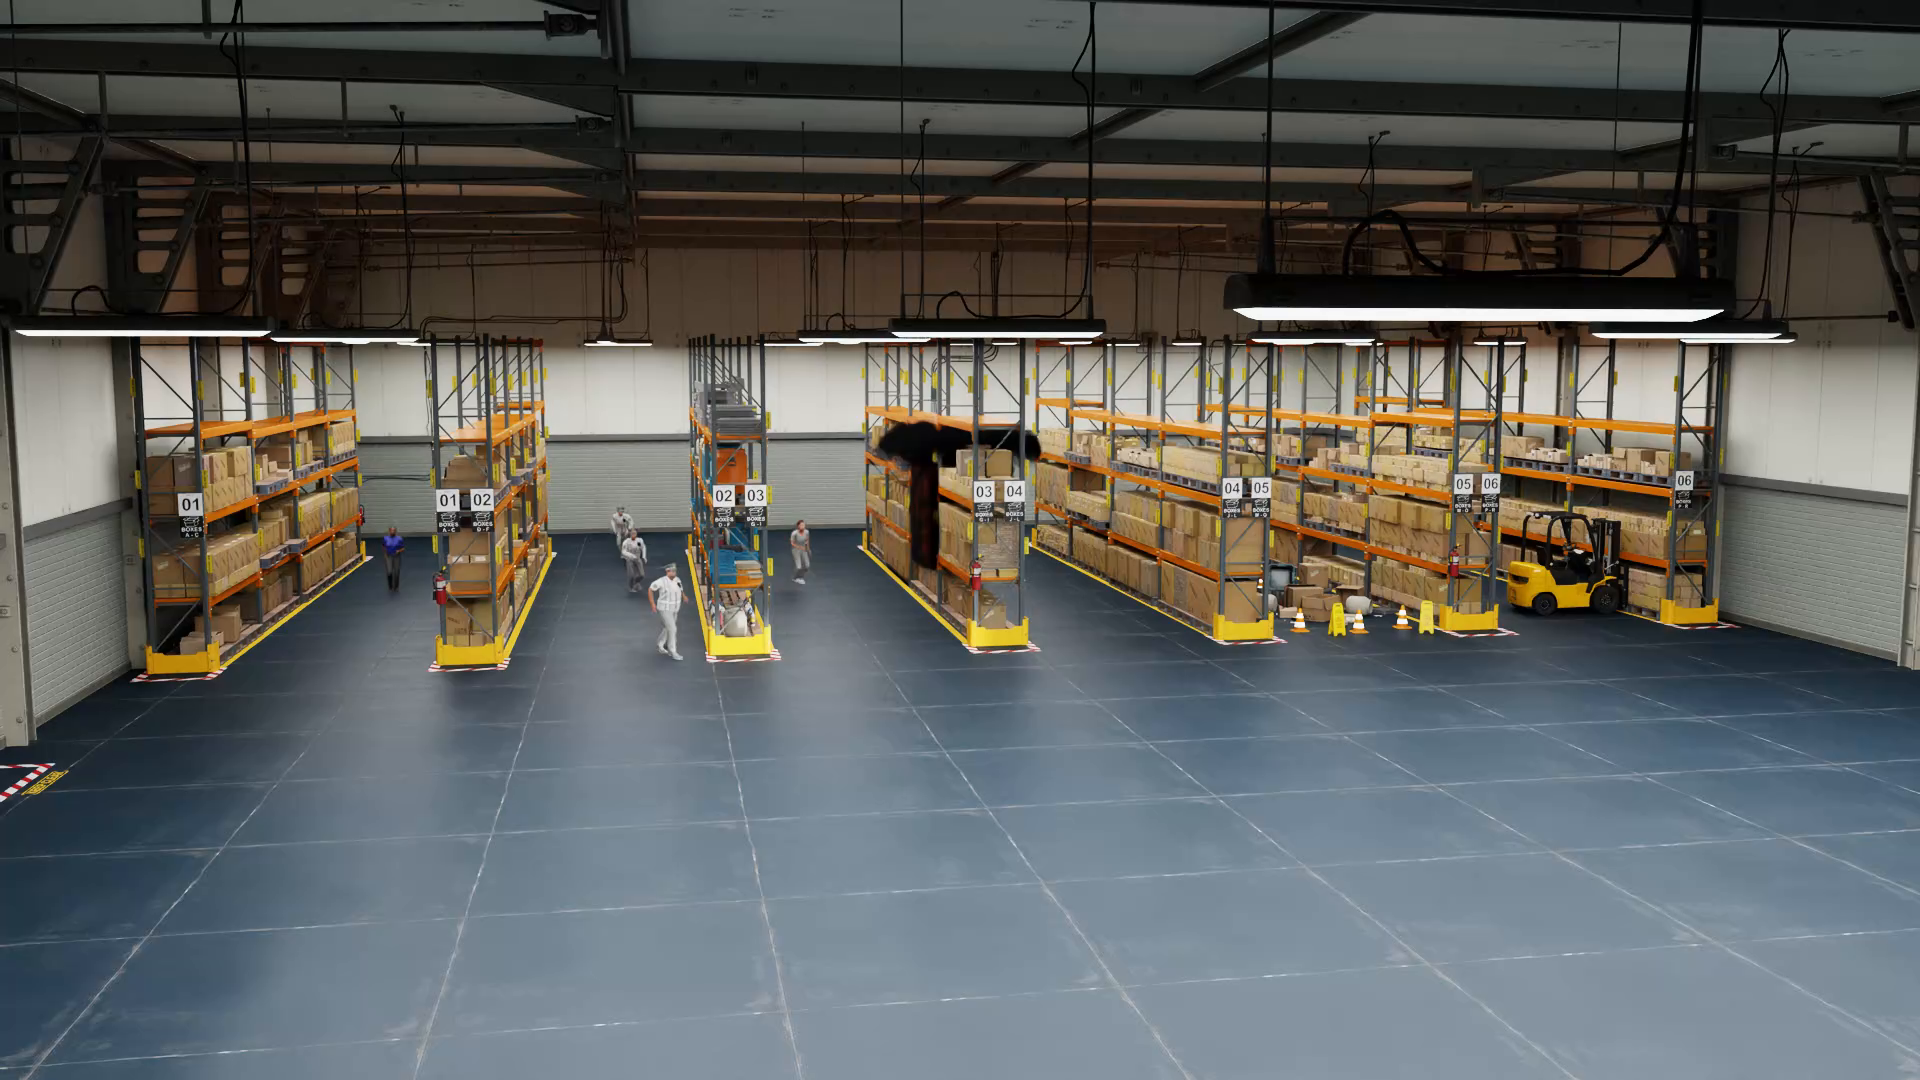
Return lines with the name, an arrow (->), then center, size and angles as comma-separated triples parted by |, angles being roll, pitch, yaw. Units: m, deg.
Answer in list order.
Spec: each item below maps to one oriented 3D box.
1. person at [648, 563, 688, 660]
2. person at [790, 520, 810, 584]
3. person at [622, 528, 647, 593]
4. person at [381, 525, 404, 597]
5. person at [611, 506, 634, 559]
person -> -5.441, 1.300, 30.962 | 0.849, 1.781, 0.673 | 5, 8, 36
person -> -3.734, 0.290, 38.795 | 0.548, 1.556, 0.708 | -4, 8, -31
person -> -7.639, 0.480, 39.017 | 0.607, 1.573, 0.738 | -3, 7, -23
person -> -13.212, 0.486, 38.774 | 0.493, 1.670, 0.801 | -2, 7, -20
person -> -9.214, -0.217, 45.528 | 0.621, 1.475, 0.966 | 0, 7, -2
